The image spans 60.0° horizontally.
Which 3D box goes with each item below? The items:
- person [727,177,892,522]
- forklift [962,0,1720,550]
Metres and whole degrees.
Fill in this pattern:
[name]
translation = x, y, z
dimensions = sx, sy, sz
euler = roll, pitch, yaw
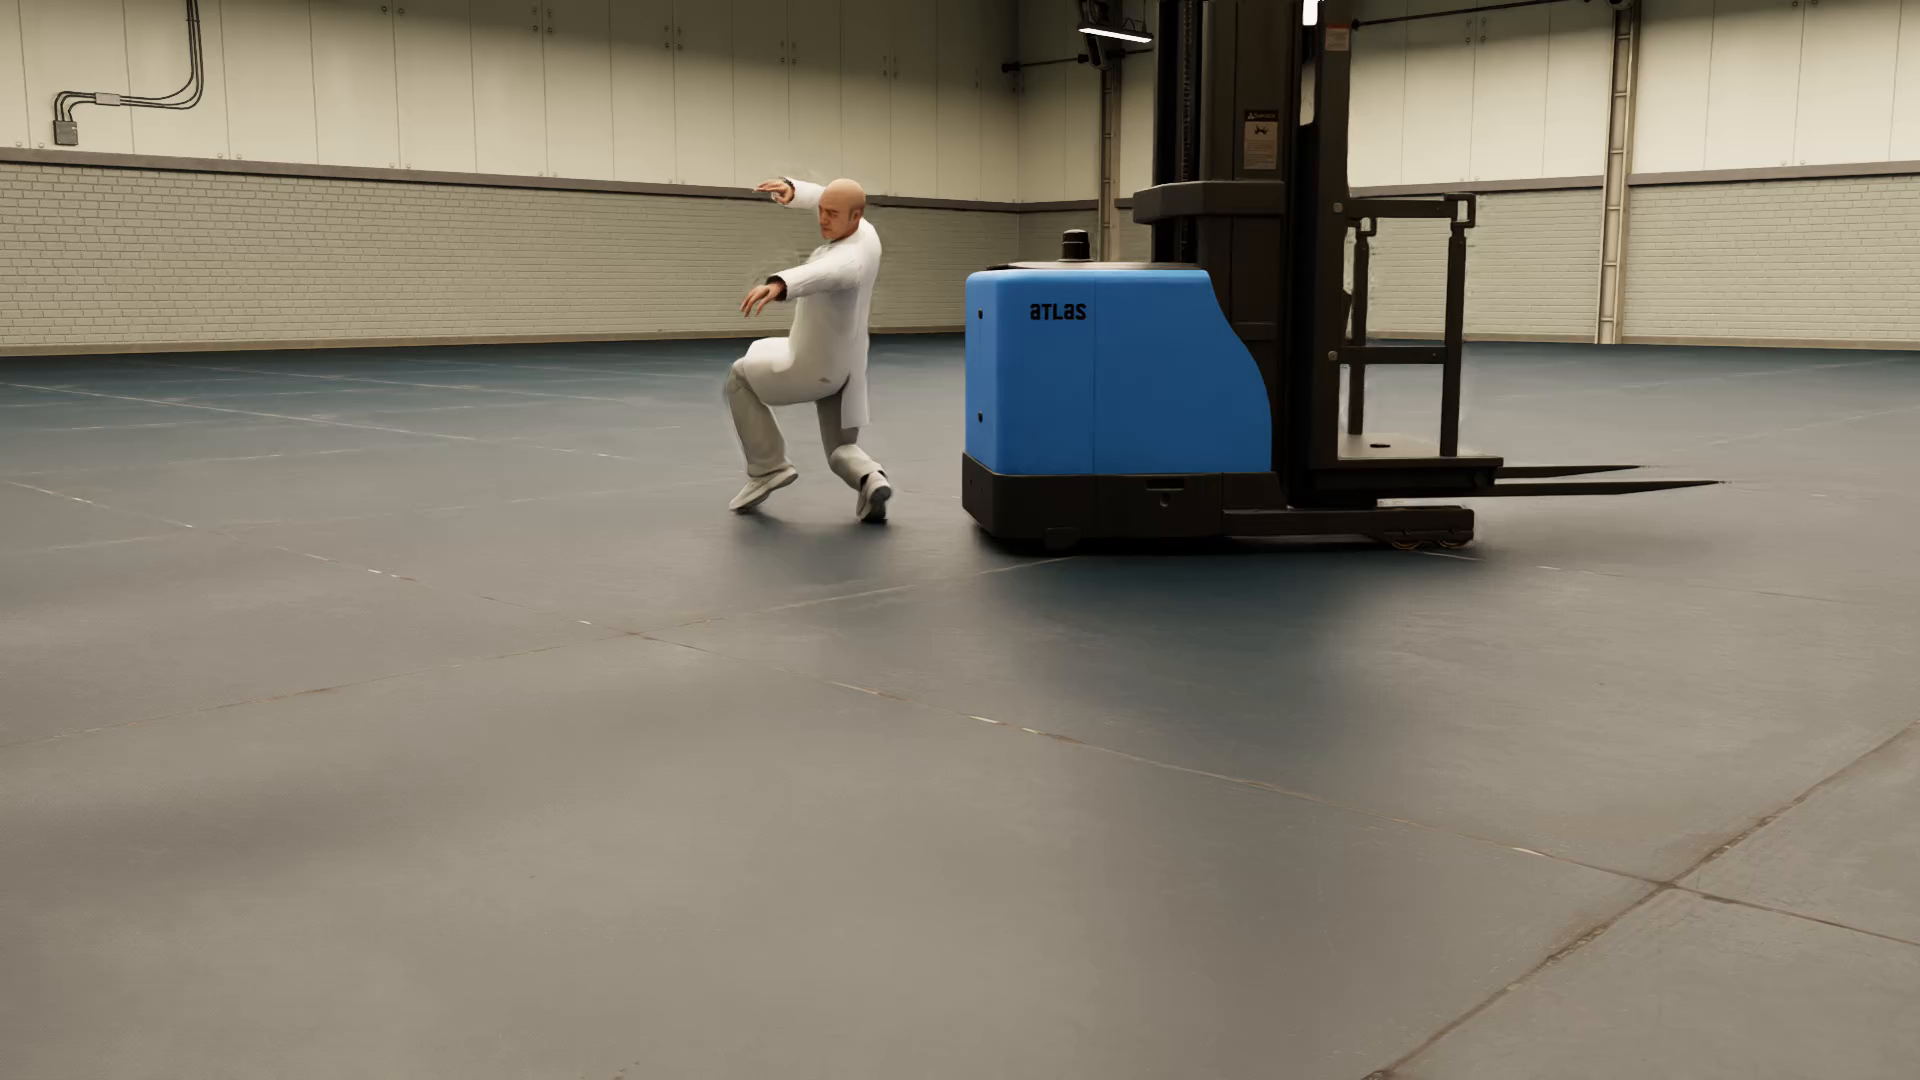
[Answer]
[person]
translation = -0.783, -0.804, 7.130
dimensions = 0.967, 1.497, 1.113
euler = 7, 11, 37
[forklift]
translation = 1.568, -1.486, 6.744
dimensions = 3.031, 2.935, 1.130
euler = -1, 9, -8
